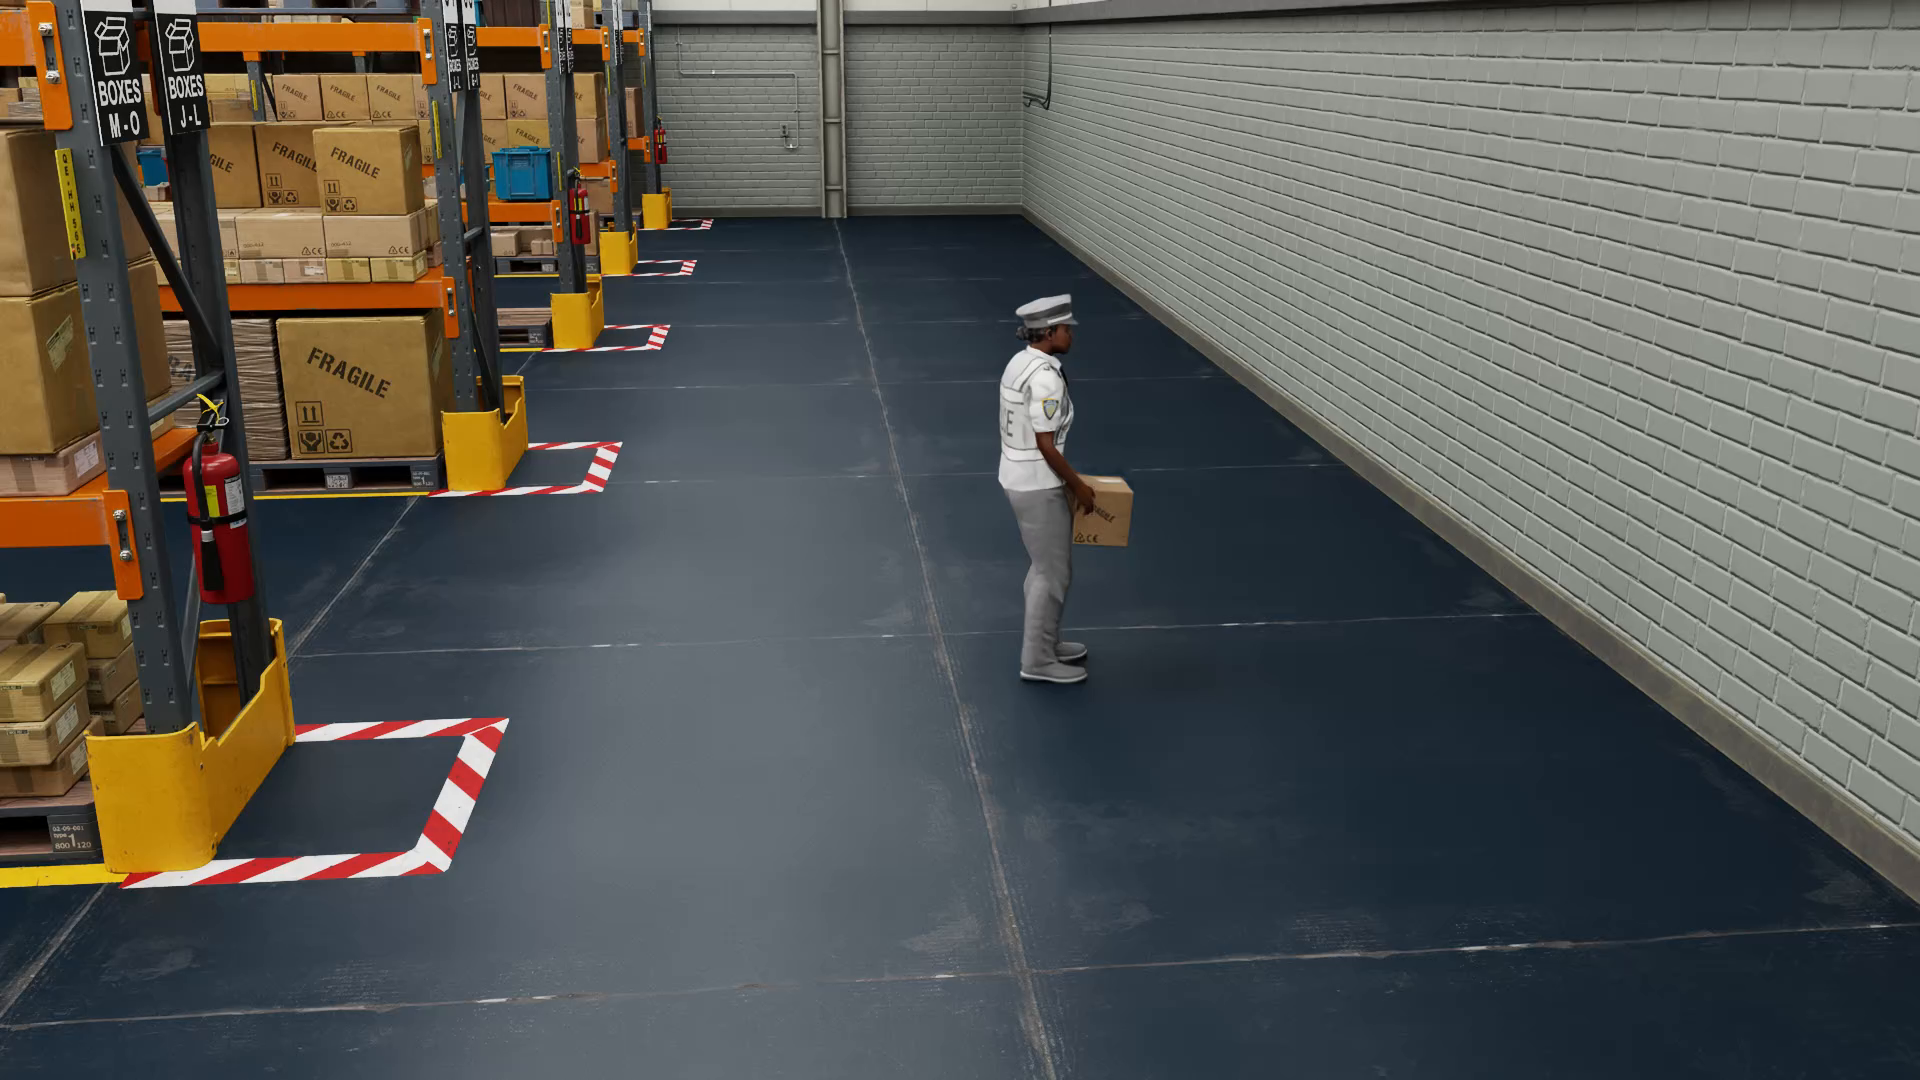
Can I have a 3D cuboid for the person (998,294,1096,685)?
[{"bbox_3d":[0.384,-0.233,7.275,0.422,1.680,0.484,-2,17,-7],"label":"person"}]
